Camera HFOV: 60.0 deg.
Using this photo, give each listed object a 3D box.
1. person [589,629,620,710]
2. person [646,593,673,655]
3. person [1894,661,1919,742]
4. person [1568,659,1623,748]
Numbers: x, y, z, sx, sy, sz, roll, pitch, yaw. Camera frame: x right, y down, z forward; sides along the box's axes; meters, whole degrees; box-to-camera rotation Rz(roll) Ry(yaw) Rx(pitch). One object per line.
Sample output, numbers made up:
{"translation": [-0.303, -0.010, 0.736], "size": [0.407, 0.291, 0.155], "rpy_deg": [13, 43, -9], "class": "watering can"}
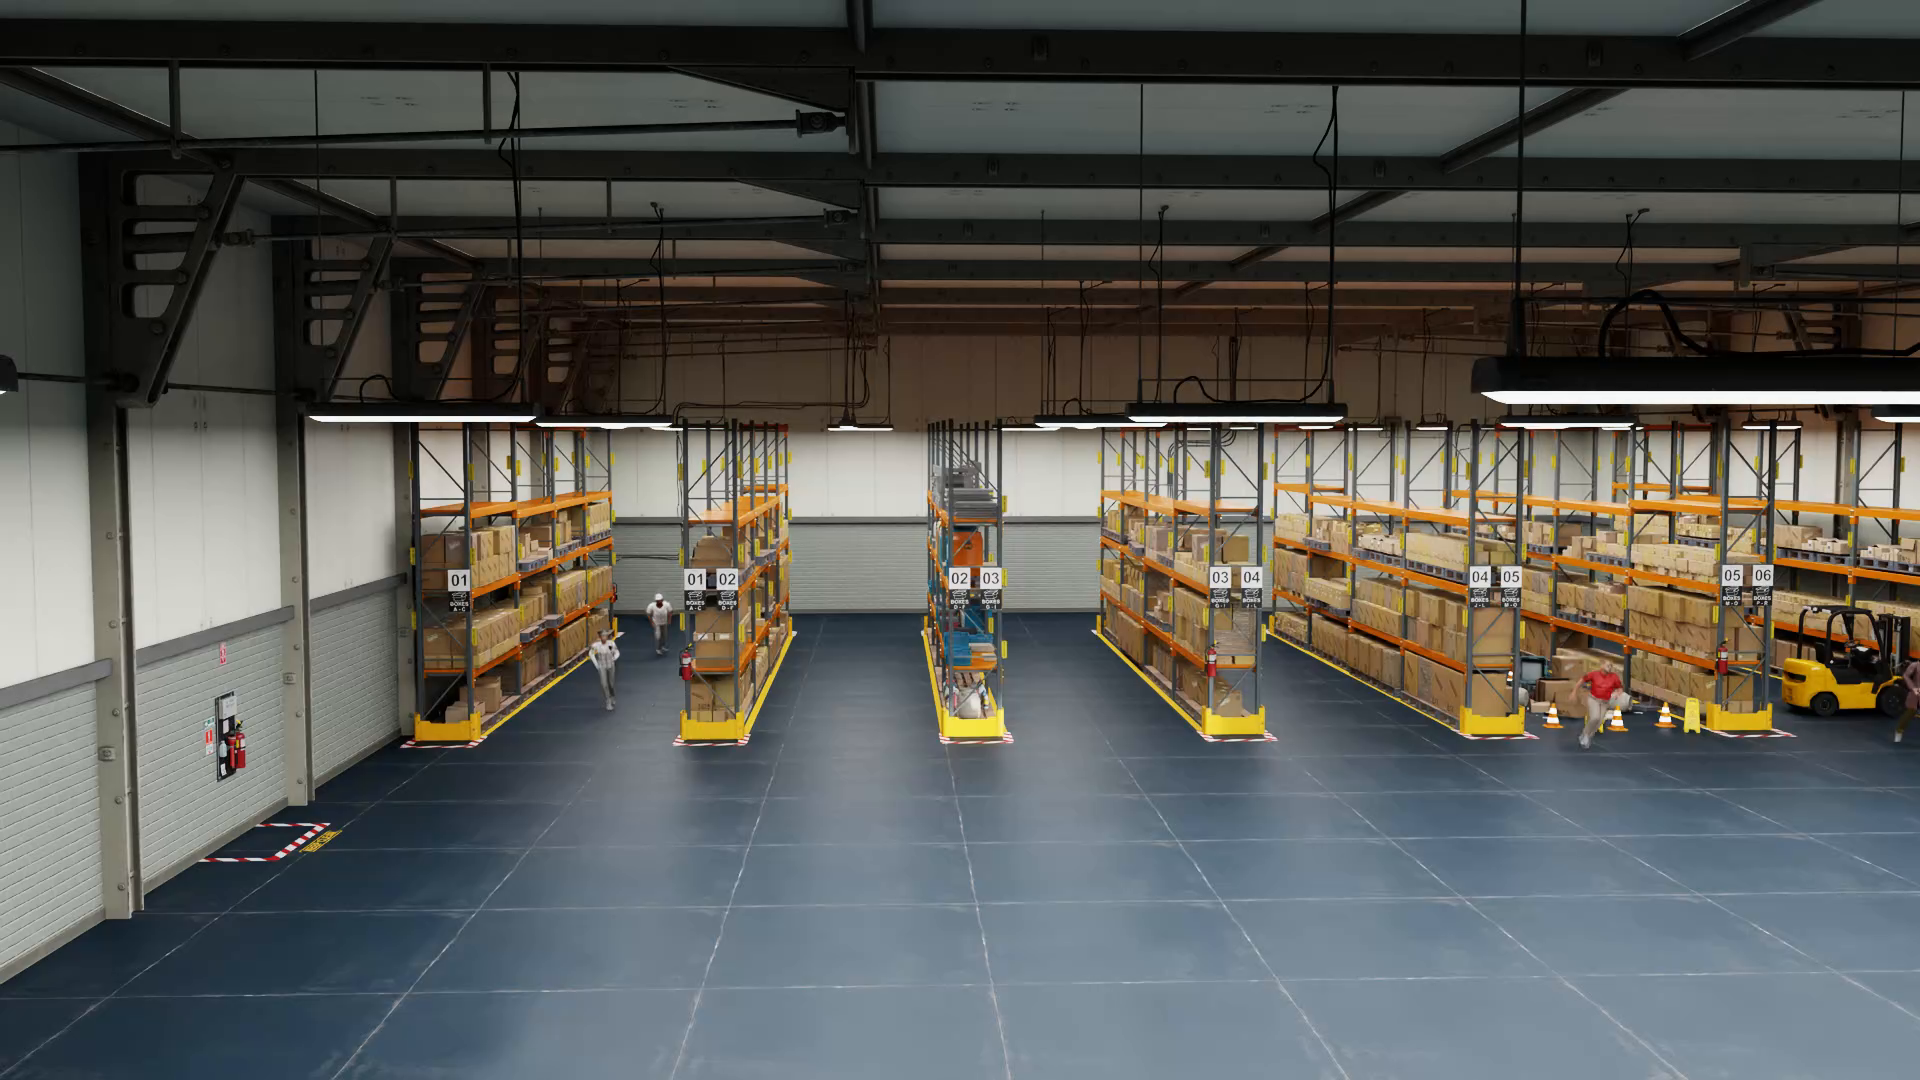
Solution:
{"translation": [-7.398, 2.662, 34.620], "size": [0.636, 1.662, 0.811], "rpy_deg": [-1, 4, -12], "class": "person"}
{"translation": [-7.775, 2.164, 43.024], "size": [0.707, 1.621, 0.911], "rpy_deg": [-2, 4, -29], "class": "person"}
{"translation": [17.568, 2.865, 30.287], "size": [0.748, 1.772, 1.070], "rpy_deg": [0, 4, 6], "class": "person"}
{"translation": [11.632, 2.984, 30.248], "size": [0.832, 1.641, 0.715], "rpy_deg": [-1, 4, -9], "class": "person"}
